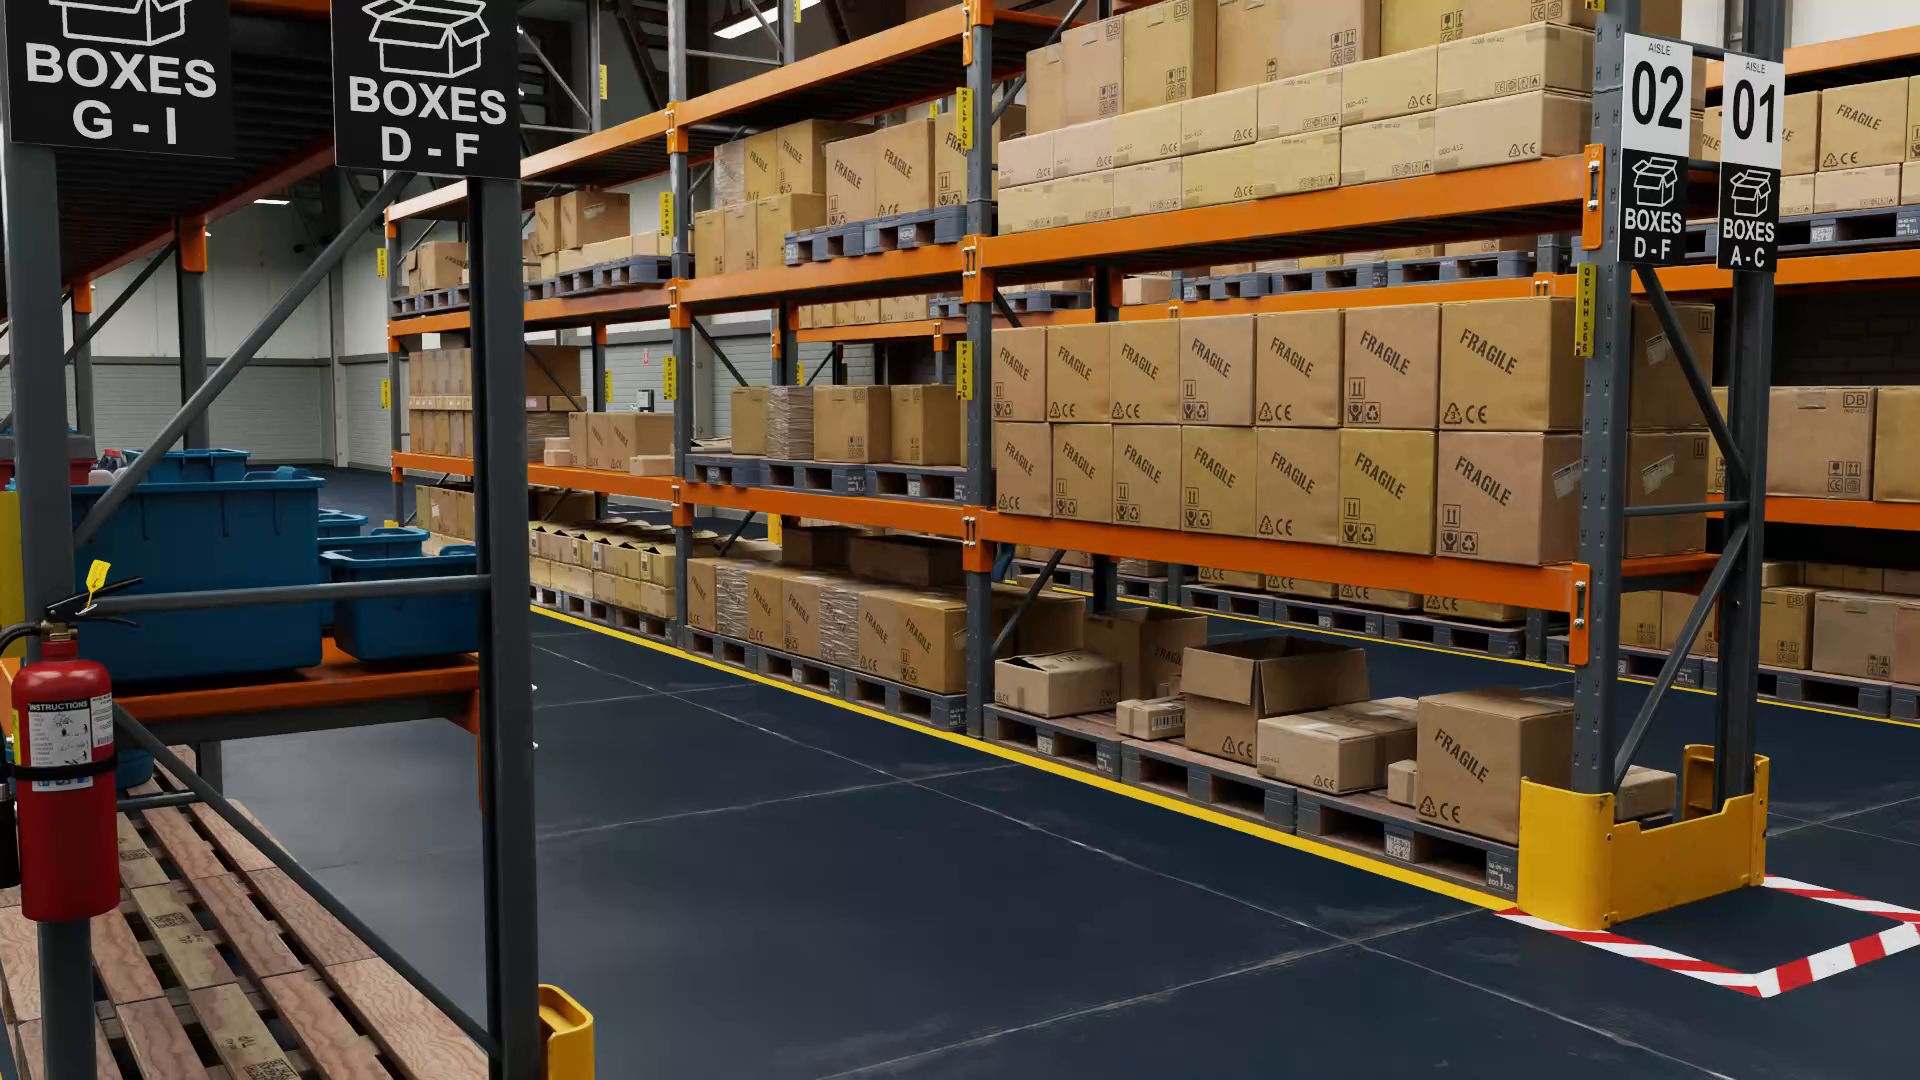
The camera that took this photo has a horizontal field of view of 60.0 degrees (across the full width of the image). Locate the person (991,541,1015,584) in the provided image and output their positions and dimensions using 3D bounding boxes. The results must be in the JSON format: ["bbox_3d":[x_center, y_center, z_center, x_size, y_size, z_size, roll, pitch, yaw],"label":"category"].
[{"bbox_3d":[0.339,-0.185,15.493,0.403,1.649,0.458,-4,6,-39],"label":"person"}]
